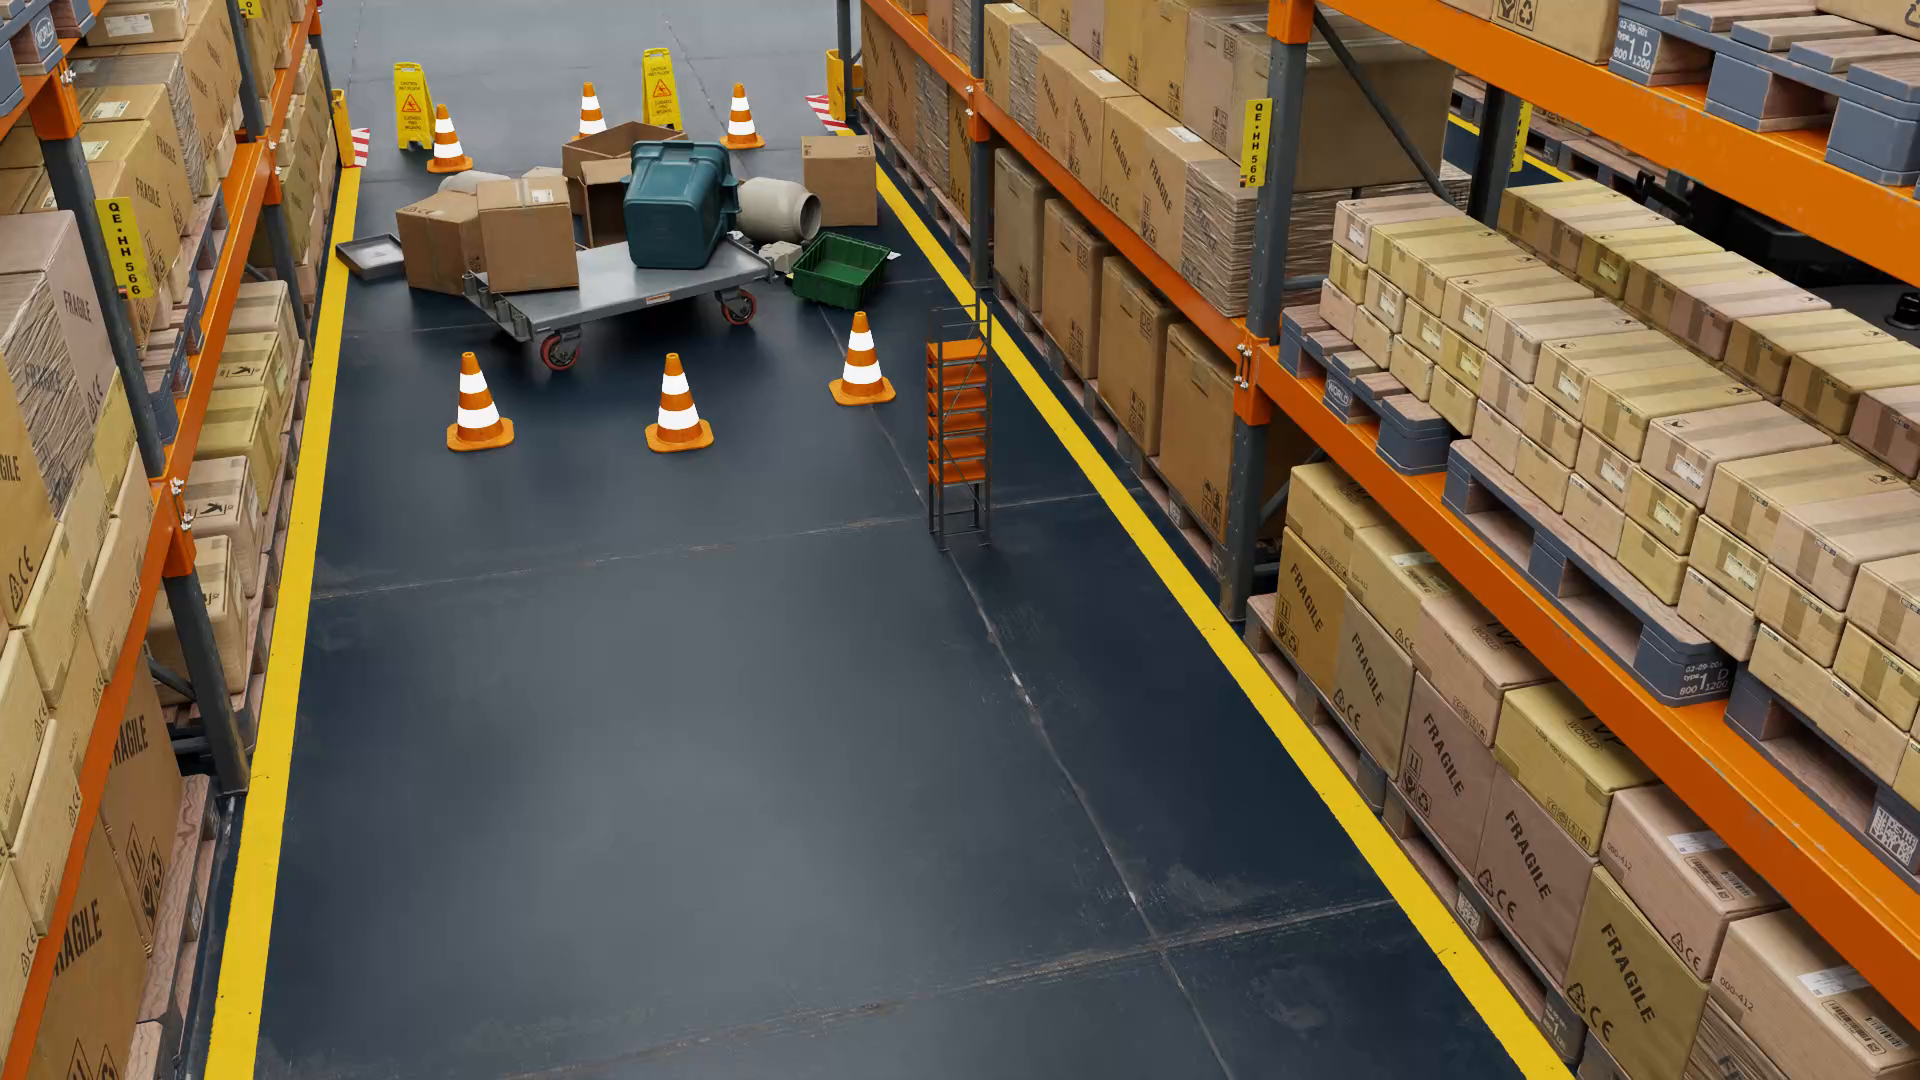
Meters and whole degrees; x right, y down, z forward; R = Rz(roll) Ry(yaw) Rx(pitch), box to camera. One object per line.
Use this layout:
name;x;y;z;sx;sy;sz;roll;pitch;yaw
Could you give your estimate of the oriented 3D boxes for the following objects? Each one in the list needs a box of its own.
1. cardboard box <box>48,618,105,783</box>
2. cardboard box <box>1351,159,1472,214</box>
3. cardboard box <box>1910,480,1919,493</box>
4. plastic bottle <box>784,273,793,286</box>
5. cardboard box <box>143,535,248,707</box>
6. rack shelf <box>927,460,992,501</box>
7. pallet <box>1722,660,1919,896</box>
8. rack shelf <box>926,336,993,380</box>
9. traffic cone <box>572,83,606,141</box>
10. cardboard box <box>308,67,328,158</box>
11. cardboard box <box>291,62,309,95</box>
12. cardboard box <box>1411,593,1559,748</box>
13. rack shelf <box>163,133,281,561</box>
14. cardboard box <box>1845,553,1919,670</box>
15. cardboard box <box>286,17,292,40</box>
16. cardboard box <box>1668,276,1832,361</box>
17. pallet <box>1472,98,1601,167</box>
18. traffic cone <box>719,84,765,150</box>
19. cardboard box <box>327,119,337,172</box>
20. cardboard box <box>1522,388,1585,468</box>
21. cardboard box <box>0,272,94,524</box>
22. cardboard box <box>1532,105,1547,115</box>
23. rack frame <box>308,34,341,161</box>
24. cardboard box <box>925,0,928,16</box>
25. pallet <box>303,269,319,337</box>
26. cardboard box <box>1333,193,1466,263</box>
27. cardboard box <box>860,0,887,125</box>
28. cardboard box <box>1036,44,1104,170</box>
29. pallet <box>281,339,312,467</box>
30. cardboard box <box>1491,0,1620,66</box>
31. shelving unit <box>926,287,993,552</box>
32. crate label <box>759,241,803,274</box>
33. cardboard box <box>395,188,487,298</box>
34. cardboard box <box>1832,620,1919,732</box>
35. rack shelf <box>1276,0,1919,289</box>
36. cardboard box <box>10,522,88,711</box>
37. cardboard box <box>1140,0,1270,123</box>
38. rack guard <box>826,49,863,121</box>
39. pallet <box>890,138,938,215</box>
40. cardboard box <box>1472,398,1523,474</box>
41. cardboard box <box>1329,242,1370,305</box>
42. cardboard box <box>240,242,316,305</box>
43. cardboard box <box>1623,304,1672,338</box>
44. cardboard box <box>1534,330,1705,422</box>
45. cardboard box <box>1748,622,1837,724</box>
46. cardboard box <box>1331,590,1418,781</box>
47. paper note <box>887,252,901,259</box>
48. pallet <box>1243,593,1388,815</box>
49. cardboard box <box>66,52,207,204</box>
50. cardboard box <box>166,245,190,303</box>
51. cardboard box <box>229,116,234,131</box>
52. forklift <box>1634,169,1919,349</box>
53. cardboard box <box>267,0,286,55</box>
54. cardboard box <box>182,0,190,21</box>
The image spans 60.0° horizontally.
cardboard box;-2.470;0.439;4.147;0.500;0.250;0.500;-8;31;-14
cardboard box;1.763;-1.329;6.951;0.500;0.500;0.500;-8;31;-13
cardboard box;2.740;-0.059;4.392;0.380;0.149;0.250;-7;31;-11
plastic bottle;-0.968;-1.625;10.497;0.283;0.061;0.133;26;39;37
cardboard box;-3.264;0.356;6.345;0.950;0.372;0.625;-10;32;-17
rack shelf;-0.004;-0.280;7.604;0.258;0.103;0.180;-8;31;-13
pallet;2.621;0.594;3.921;1.003;0.211;1.213;-8;31;-13
rack shelf;-0.004;-0.799;7.303;0.258;0.103;0.180;-8;31;-13
traffic cone;-2.909;-3.367;13.105;0.336;0.463;0.334;-8;31;-13
cardboard box;-4.641;-2.902;11.346;0.500;0.500;0.500;-7;31;-11
cardboard box;-4.489;-3.016;10.897;0.380;0.149;0.250;-7;31;-11
cardboard box;1.825;0.394;5.403;0.500;0.250;0.500;-8;31;-13
rack shelf;-3.654;-0.980;7.167;1.077;0.370;4.000;-8;31;-13
cardboard box;2.250;0.146;3.741;0.380;0.149;0.250;-9;31;-15
cardboard box;-4.534;-3.320;10.742;0.380;0.149;0.250;-8;31;-14
cardboard box;2.461;-0.693;5.192;0.380;0.149;0.250;-8;31;-13
pallet;4.830;-3.278;13.203;1.003;0.211;1.213;-8;31;-13
traffic cone;-1.729;-3.353;13.081;0.336;0.463;0.334;-8;31;-13
cardboard box;-4.767;-2.815;11.945;0.500;0.250;0.500;-8;31;-14
cardboard box;1.900;-0.352;4.899;0.380;0.149;0.250;-8;31;-14
cardboard box;-2.590;-0.340;4.245;0.500;0.500;0.500;-7;31;-12
cardboard box;4.797;-3.714;13.249;0.500;0.500;0.500;-5;30;-9
rack frame;-5.247;-4.189;11.994;1.000;3.000;0.127;-8;31;-13
cardboard box;0.253;-3.745;11.076;0.875;0.550;0.550;-8;31;-13
pallet;-4.398;-1.370;9.907;1.003;0.211;1.213;-8;31;-13
cardboard box;1.559;-1.112;5.915;0.380;0.149;0.250;-8;31;-13
cardboard box;-0.258;-3.840;13.091;0.875;0.875;0.875;-8;31;-13
cardboard box;0.706;-2.232;8.513;0.500;0.500;0.500;-8;31;-14
pallet;-3.977;-0.675;8.705;1.003;0.211;1.213;-8;31;-13
cardboard box;1.794;-1.582;4.394;0.500;0.500;0.500;-8;31;-13
shelving unit;-0.004;-0.526;7.462;0.258;1.200;0.189;-8;31;-13
crate label;-1.162;-1.835;10.784;0.250;0.136;0.298;19;35;29
cardboard box;-3.158;-1.875;10.488;0.500;0.500;0.500;13;32;21
cardboard box;2.254;0.284;3.799;0.380;0.149;0.250;-7;31;-11
rack shelf;2.153;-1.053;4.300;1.077;0.370;4.000;-8;31;-13
cardboard box;-2.455;0.215;4.035;0.500;0.250;0.500;-9;31;-15
cardboard box;1.239;-2.218;7.490;0.700;0.500;0.500;-8;31;-14
rack guard;-0.508;-3.826;13.861;1.175;0.500;0.348;-8;31;-13
pallet;0.107;-2.726;12.248;1.003;0.211;1.213;-8;31;-13
cardboard box;1.836;-0.344;5.182;0.380;0.149;0.250;-7;31;-12
cardboard box;1.557;-0.974;5.974;0.380;0.149;0.250;-6;31;-11
cardboard box;-4.081;-1.570;9.794;0.500;0.250;0.500;-9;31;-16
cardboard box;2.403;-0.680;5.465;0.380;0.149;0.250;-8;31;-13
cardboard box;1.908;-0.480;4.822;0.380;0.149;0.250;-7;31;-12
cardboard box;2.188;0.294;4.080;0.380;0.149;0.250;-9;31;-16
cardboard box;1.701;0.485;5.993;0.500;0.500;0.500;-7;31;-13
paper note;-0.491;-1.884;10.974;0.142;0.020;0.147;19;35;29
pallet;1.828;0.552;6.586;1.003;0.211;1.213;-8;31;-13
cardboard box;-3.438;-1.676;6.836;0.500;0.500;0.500;-9;31;-15
cardboard box;-3.154;-0.995;6.307;0.380;0.149;0.250;-8;31;-13
cardboard box;-3.729;-1.989;8.024;0.380;0.149;0.250;-9;31;-15
forklift;3.896;-1.798;7.930;1.130;2.935;3.031;-5;30;-8
cardboard box;-4.310;-3.163;9.823;0.500;0.500;0.500;-8;31;-14
cardboard box;-3.649;-2.368;7.383;0.380;0.149;0.250;-9;31;-15
